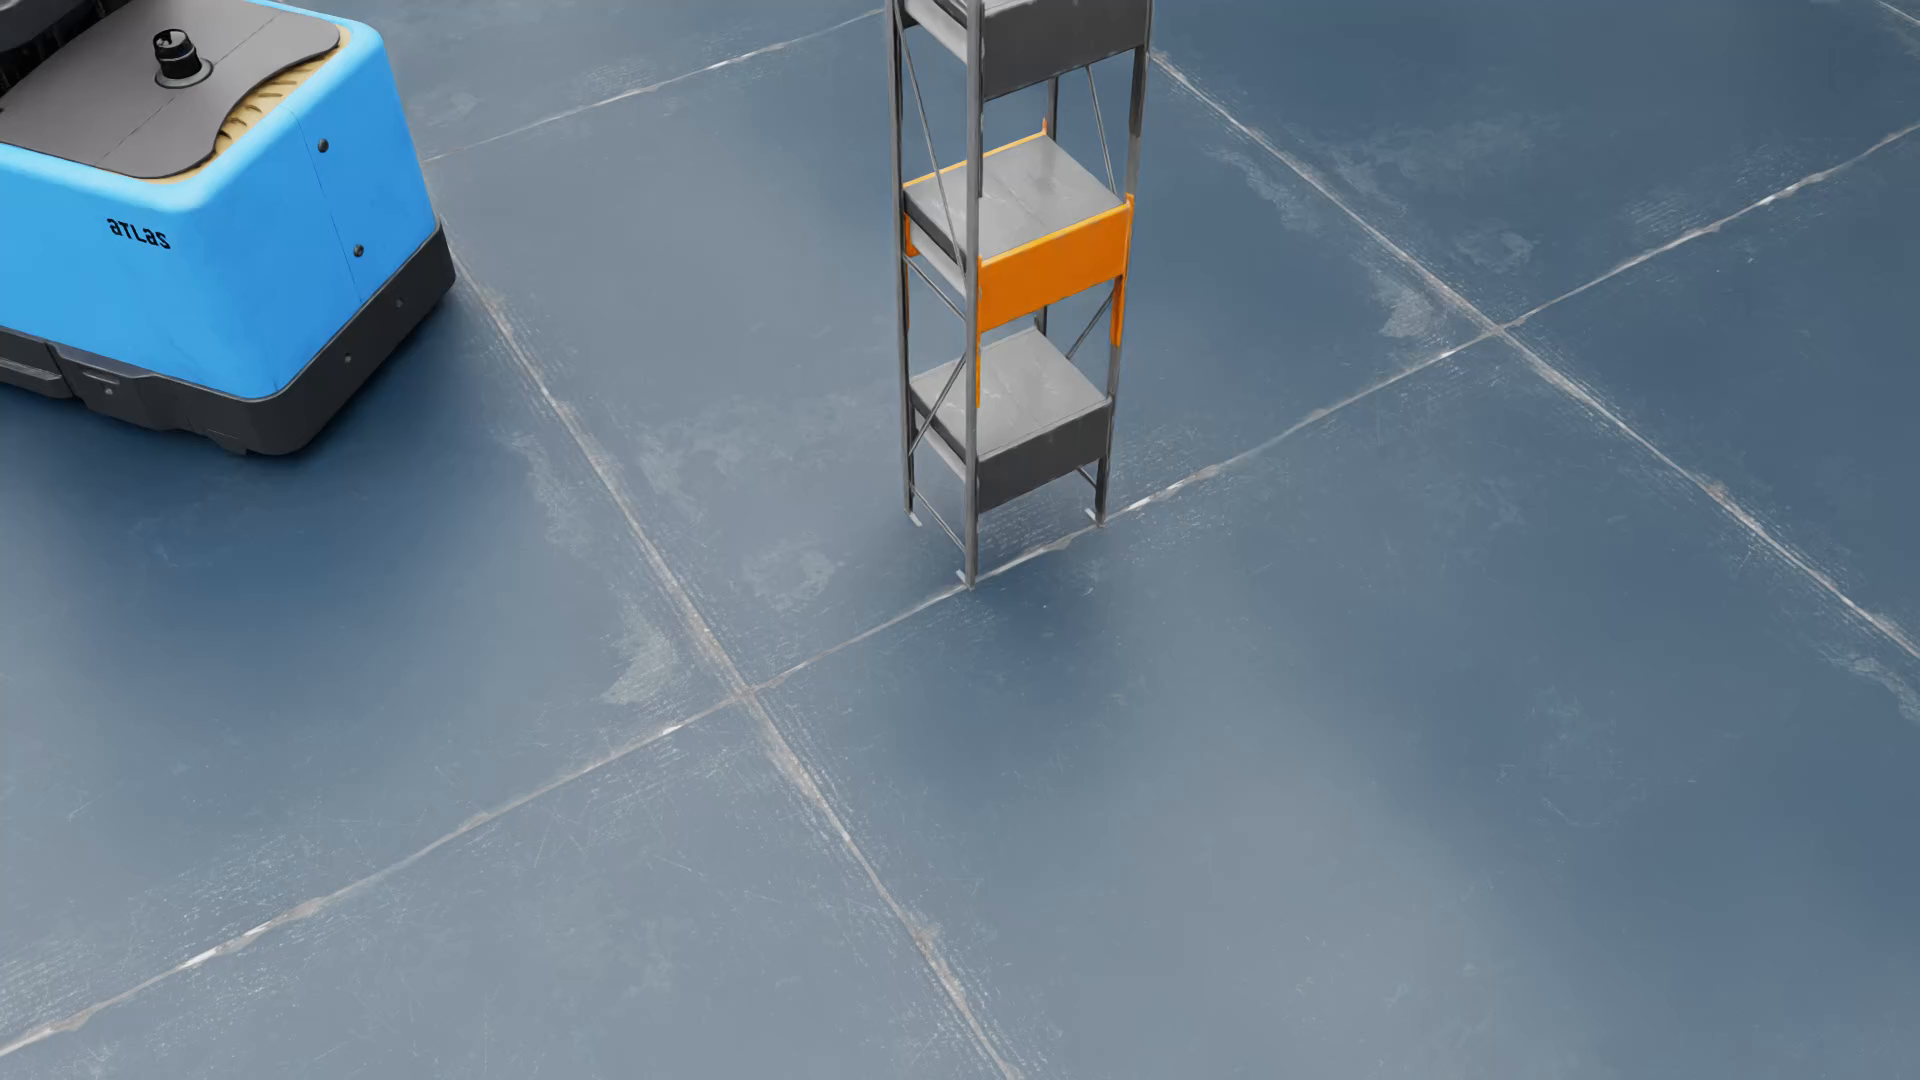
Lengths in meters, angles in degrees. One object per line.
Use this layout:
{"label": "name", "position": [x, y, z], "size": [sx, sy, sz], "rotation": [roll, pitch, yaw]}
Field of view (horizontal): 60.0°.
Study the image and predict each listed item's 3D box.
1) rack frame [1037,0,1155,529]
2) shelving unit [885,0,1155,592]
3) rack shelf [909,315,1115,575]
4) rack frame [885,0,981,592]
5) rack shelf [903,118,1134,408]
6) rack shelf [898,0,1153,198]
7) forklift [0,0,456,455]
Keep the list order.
{"label": "rack frame", "position": [0.346, -0.861, 4.611], "size": [0.015, 2.100, 0.400], "rotation": [-25, 53, -21]}
{"label": "shelving unit", "position": [0.140, -0.764, 4.525], "size": [0.503, 2.100, 0.431], "rotation": [-25, 53, -21]}
{"label": "rack shelf", "position": [0.140, -0.290, 5.058], "size": [0.480, 0.518, 0.431], "rotation": [-25, 53, -21]}
{"label": "rack frame", "position": [-0.066, -0.667, 4.438], "size": [0.015, 2.100, 0.400], "rotation": [-25, 53, -21]}
{"label": "rack shelf", "position": [0.140, -0.755, 4.535], "size": [0.480, 0.518, 0.431], "rotation": [-25, 53, -21]}
{"label": "rack shelf", "position": [0.140, -1.221, 4.012], "size": [0.480, 0.518, 0.431], "rotation": [-25, 53, -21]}
{"label": "forklift", "position": [-3.387, -1.951, 5.024], "size": [3.031, 2.935, 1.130], "rotation": [16, 50, 14]}
